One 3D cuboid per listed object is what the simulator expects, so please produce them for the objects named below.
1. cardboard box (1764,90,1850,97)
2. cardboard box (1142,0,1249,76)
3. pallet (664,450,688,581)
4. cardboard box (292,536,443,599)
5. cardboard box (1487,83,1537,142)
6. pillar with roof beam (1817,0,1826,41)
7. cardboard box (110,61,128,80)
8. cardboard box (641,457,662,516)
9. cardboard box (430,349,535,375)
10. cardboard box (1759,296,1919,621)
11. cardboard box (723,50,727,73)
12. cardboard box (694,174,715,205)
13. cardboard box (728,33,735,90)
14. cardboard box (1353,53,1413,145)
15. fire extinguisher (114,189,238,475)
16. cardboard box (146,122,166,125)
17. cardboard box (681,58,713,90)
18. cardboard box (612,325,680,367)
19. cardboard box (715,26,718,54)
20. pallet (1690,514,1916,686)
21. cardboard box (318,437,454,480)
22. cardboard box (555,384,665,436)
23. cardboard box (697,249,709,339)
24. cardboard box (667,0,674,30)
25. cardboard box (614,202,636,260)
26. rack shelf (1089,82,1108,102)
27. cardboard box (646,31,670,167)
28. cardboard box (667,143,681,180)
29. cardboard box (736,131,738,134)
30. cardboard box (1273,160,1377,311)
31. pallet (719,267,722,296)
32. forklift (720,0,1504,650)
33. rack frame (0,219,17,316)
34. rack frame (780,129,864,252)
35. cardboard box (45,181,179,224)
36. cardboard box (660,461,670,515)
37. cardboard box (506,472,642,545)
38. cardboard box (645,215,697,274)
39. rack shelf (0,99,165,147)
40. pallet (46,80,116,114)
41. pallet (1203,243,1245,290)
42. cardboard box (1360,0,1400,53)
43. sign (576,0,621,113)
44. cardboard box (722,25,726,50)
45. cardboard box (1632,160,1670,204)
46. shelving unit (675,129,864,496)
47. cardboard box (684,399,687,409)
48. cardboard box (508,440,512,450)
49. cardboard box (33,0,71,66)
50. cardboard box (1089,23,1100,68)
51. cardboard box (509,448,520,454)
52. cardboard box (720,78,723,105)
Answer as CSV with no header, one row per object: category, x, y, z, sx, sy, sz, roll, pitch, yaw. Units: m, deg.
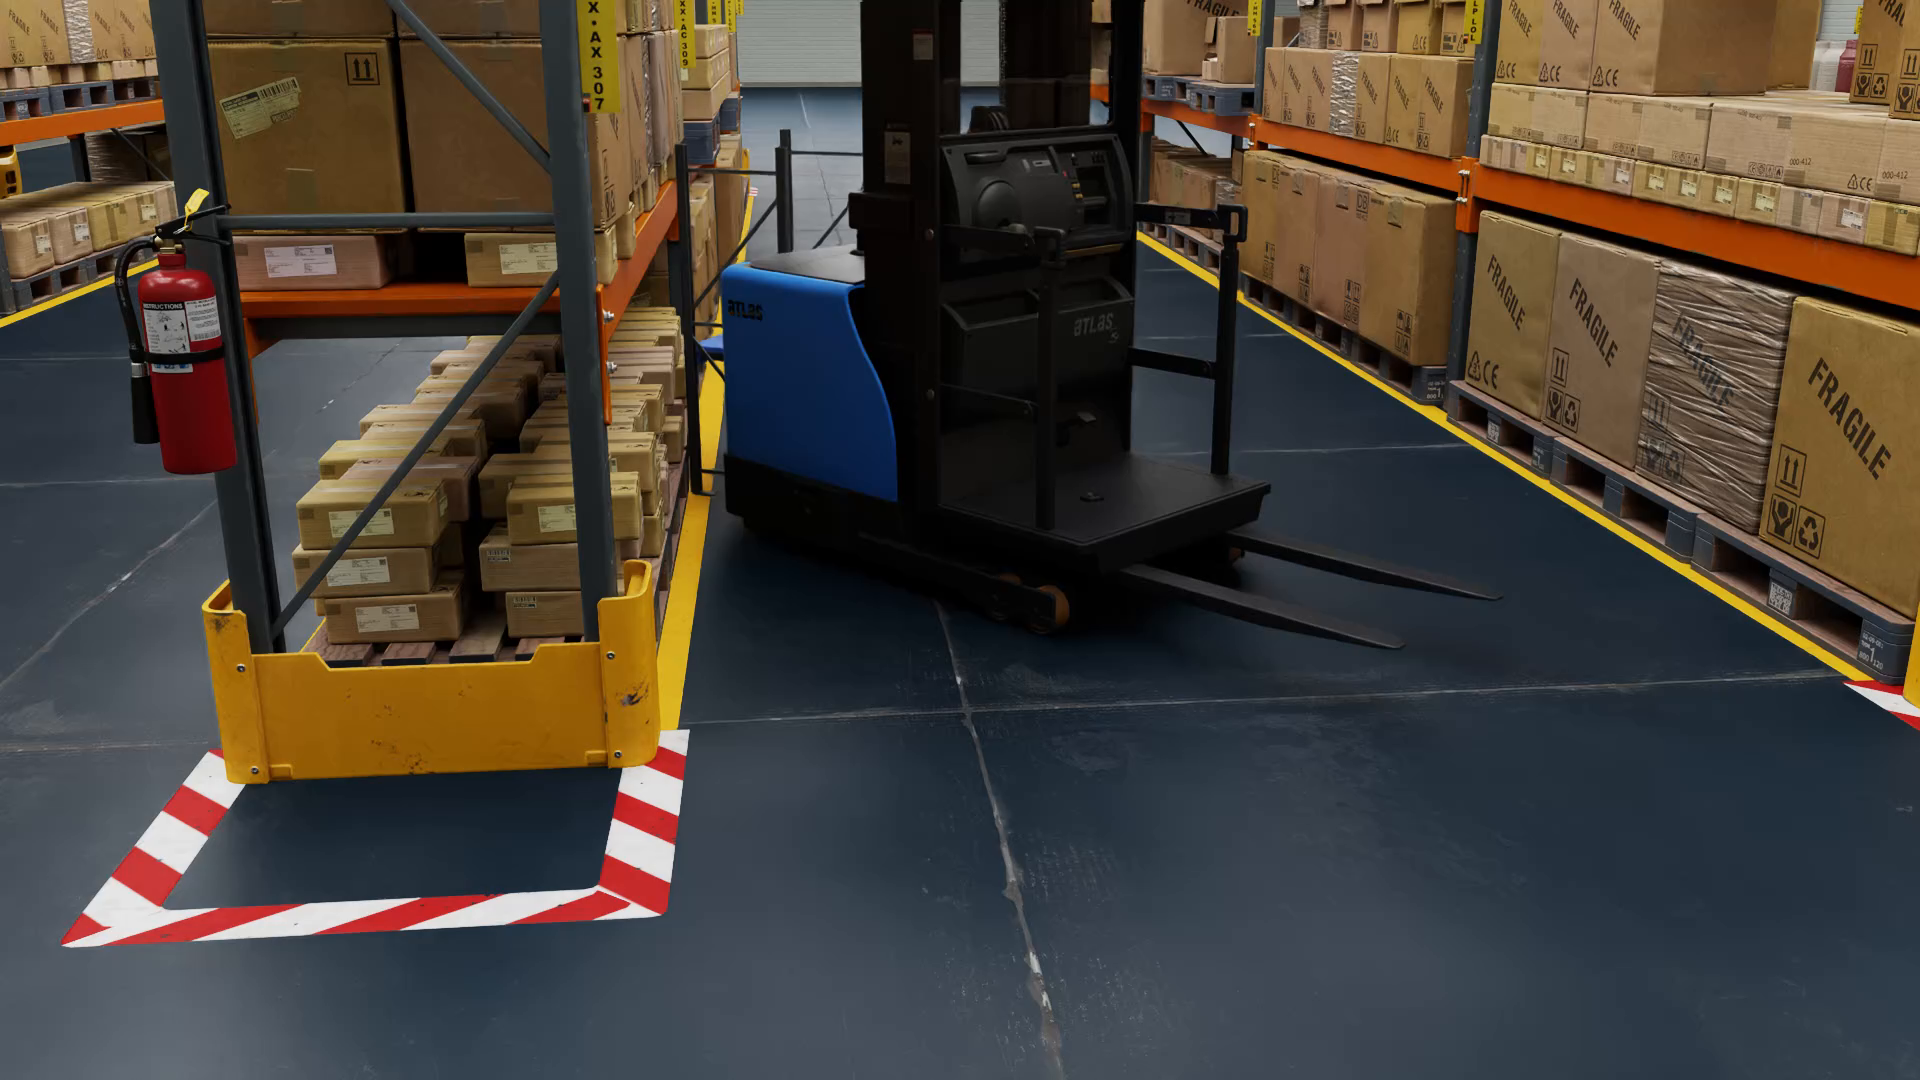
cardboard box,3.497,-1.763,7.039,0.500,0.250,0.500,-1,17,-5
cardboard box,2.200,-4.751,15.101,1.000,1.000,1.000,-2,18,-5
pallet,-1.628,-0.106,6.661,1.003,0.211,1.213,-2,18,-6
cardboard box,-1.788,0.062,5.034,0.380,0.149,0.250,-2,18,-7
cardboard box,2.870,-2.045,7.936,0.500,0.250,0.500,-2,18,-7
pillar with roof beam,12.038,-12.279,30.766,9.100,9.000,0.400,-2,18,-6
cardboard box,-7.171,-3.905,13.825,0.380,0.149,0.250,-2,18,-5
cardboard box,-1.252,-0.187,5.827,0.380,0.149,0.250,-1,17,-4
cardboard box,-1.993,-0.701,6.968,0.380,0.149,0.250,-1,17,-4
cardboard box,3.349,-0.305,5.488,0.875,0.875,0.875,-2,18,-6
cardboard box,-1.686,-3.048,10.600,0.380,0.149,0.250,-2,18,-6
cardboard box,-1.943,-2.361,11.409,0.500,0.250,0.500,-2,18,-7
cardboard box,-2.755,-4.892,17.000,0.875,0.550,0.550,-2,18,-6
cardboard box,2.657,-2.604,9.797,0.500,0.500,0.500,-2,18,-6
fire extinguisher,-1.882,-0.503,4.024,0.296,0.674,0.183,-2,18,-6
cardboard box,-8.100,-4.076,17.291,0.500,0.500,0.500,-1,17,-5
cardboard box,-1.445,-2.353,8.387,0.380,0.149,0.250,-1,17,-5
cardboard box,-1.468,-0.876,7.526,0.380,0.149,0.250,-2,18,-6
cardboard box,-1.554,-2.805,9.330,0.380,0.149,0.250,-2,18,-6
pallet,3.334,0.164,5.802,1.003,0.211,1.213,-2,18,-6
cardboard box,-1.878,-0.231,5.471,0.380,0.149,0.250,-2,18,-7
cardboard box,-1.321,-0.490,6.294,0.380,0.149,0.250,-2,17,-5
cardboard box,-1.731,-1.393,9.578,0.500,0.500,0.500,-1,17,-3
cardboard box,-1.544,-2.534,7.409,0.500,0.500,0.500,-2,18,-8
cardboard box,-1.199,-0.951,5.117,0.380,0.149,0.250,-2,18,-7
rack shelf,2.051,-4.759,18.027,1.077,0.370,4.000,-2,18,-6
cardboard box,-1.429,-1.751,6.582,0.500,0.500,0.500,-2,18,-6
cardboard box,-1.465,-1.728,7.593,0.380,0.149,0.250,-2,18,-7
cardboard box,-2.871,-4.299,18.209,0.875,0.875,0.875,-2,18,-7
cardboard box,2.804,-2.029,10.977,1.225,0.875,0.875,-2,18,-5
pallet,-2.281,-2.098,13.007,1.003,0.211,1.213,-2,18,-6
forklift,0.442,-1.253,5.775,3.031,2.935,1.130,16,24,42
rack frame,-7.188,-3.008,11.250,1.000,3.000,0.127,-2,18,-6
rack frame,-0.606,-1.187,7.950,0.500,1.500,0.032,6,18,18
cardboard box,-7.544,-2.990,14.880,0.950,0.372,0.625,-2,17,-5
cardboard box,-1.303,-0.192,6.341,0.380,0.149,0.250,-3,18,-8
cardboard box,-1.165,-0.098,5.047,0.380,0.149,0.250,-3,18,-8
cardboard box,-1.675,-1.593,8.964,0.500,0.250,0.500,-3,18,-8
rack shelf,-7.394,-3.261,13.256,1.077,0.370,4.000,-2,18,-6
pallet,-7.433,-3.505,13.154,1.003,0.211,1.213,-2,18,-6
pallet,2.590,-2.217,13.385,1.003,0.211,1.213,-2,18,-6
cardboard box,2.869,-3.228,10.110,0.797,0.503,0.637,-1,17,-4
sign,-0.910,-1.237,4.165,0.100,0.325,0.005,-2,18,-6
cardboard box,-1.686,-3.191,10.559,0.380,0.149,0.250,-1,17,-4
cardboard box,2.944,-1.440,6.675,0.380,0.149,0.250,-2,18,-7
shelving unit,-0.774,-1.043,7.492,0.538,1.500,1.048,6,18,18
cardboard box,-1.483,-0.733,8.063,0.380,0.149,0.250,-2,17,-5
cardboard box,-1.973,-0.405,6.521,0.380,0.149,0.250,-2,18,-5
cardboard box,-7.126,-3.852,12.575,0.500,0.500,0.500,-1,17,-5
cardboard box,1.874,-5.723,19.233,0.875,0.500,0.500,-2,18,-6
cardboard box,-1.867,-0.260,6.555,0.380,0.149,0.250,-1,17,-4
cardboard box,-1.608,-2.675,9.909,0.380,0.149,0.250,-3,18,-8
